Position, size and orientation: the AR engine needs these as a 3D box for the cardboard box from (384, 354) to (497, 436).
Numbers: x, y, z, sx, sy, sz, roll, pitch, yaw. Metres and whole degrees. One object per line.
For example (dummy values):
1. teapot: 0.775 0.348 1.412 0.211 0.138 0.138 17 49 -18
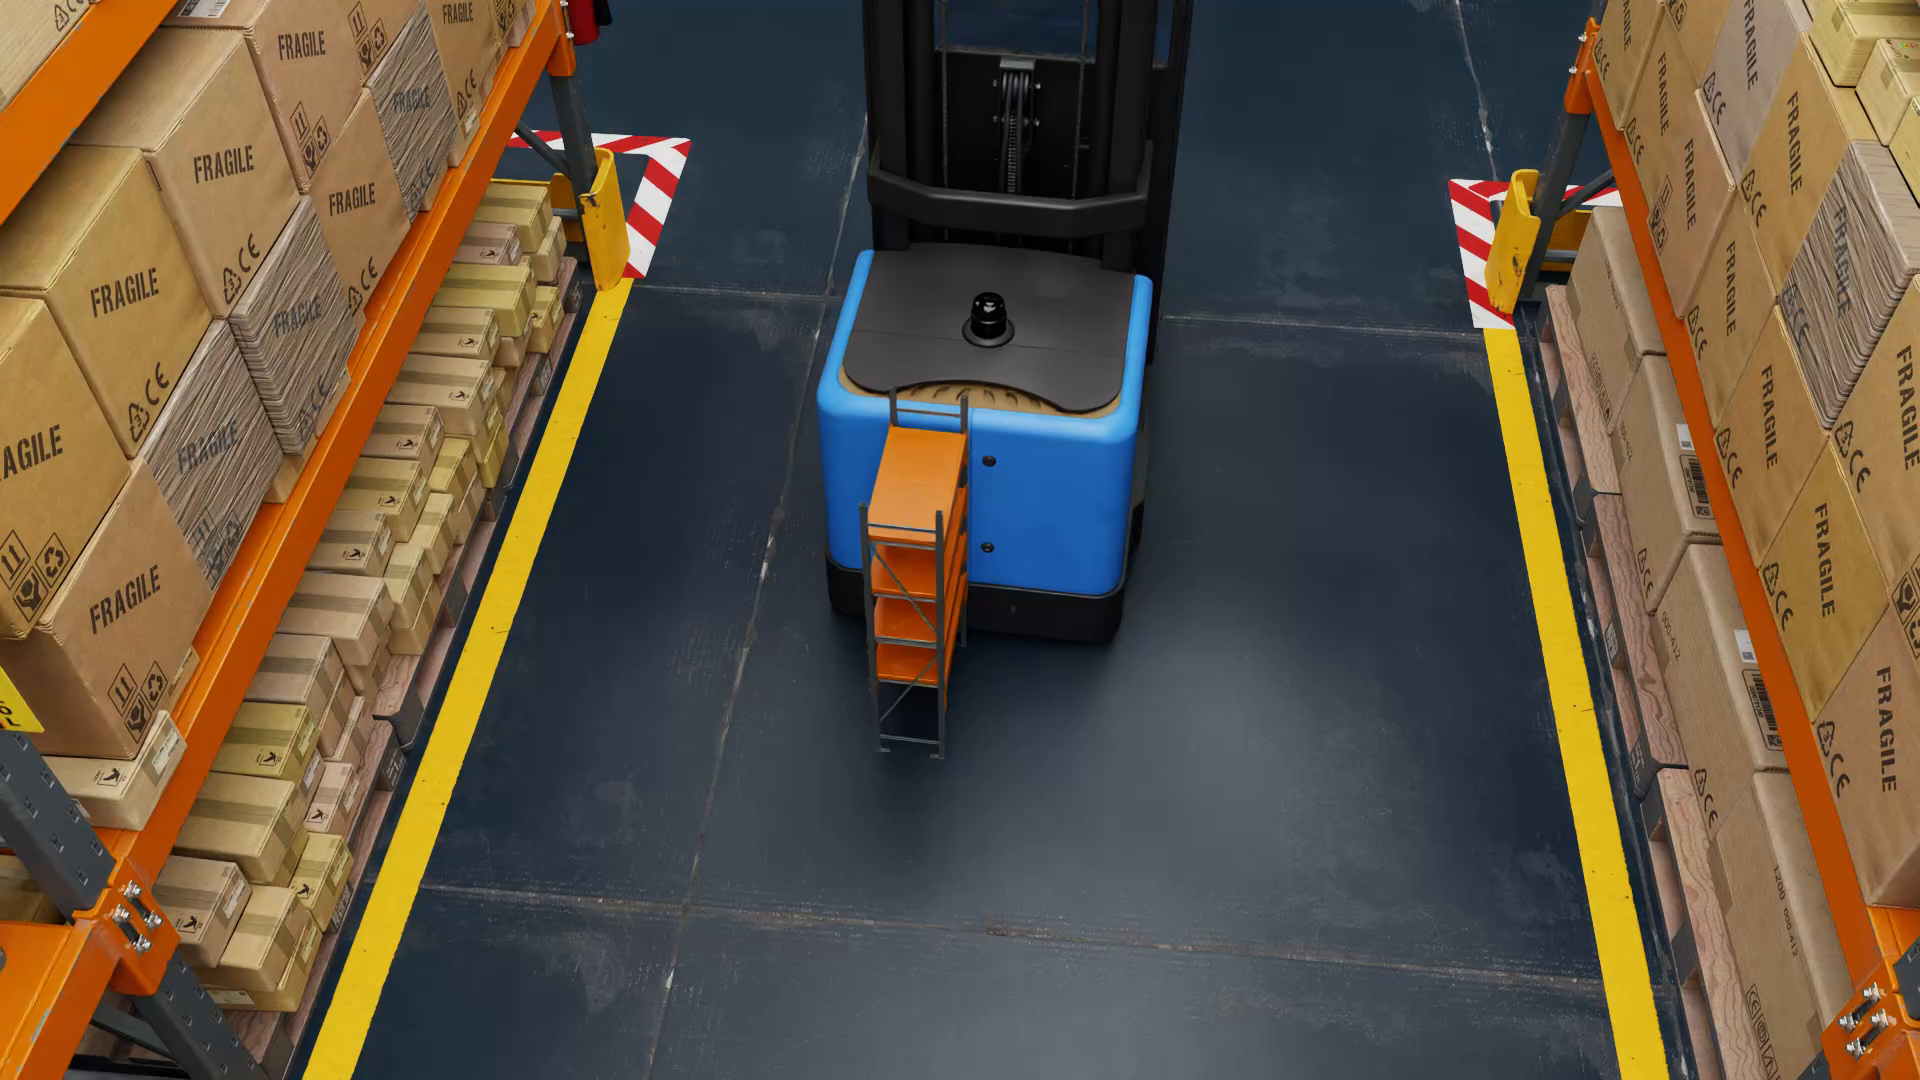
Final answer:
1. cardboard box: -1.886 -0.523 5.940 0.380 0.149 0.250 5 48 5

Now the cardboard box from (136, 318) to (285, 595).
1. cardboard box: -2.088 -0.221 4.150 0.500 0.500 0.500 4 48 4

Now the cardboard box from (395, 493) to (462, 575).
1. cardboard box: -1.941 -0.033 5.694 0.380 0.149 0.250 4 48 4

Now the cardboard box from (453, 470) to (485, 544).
1. cardboard box: -1.946 -0.136 5.989 0.380 0.149 0.250 5 48 4

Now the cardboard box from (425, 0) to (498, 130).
1. cardboard box: -1.894 -1.724 5.524 0.500 0.500 0.500 3 48 3

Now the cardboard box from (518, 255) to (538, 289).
1. cardboard box: -1.899 -1.000 6.577 0.380 0.149 0.250 3 48 3

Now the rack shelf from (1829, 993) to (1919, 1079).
1. rack shelf: 2.334 2.595 2.331 1.077 0.370 4.000 4 48 4

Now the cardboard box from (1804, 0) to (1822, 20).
1. cardboard box: 2.440 -1.452 4.360 0.380 0.149 0.250 4 48 4

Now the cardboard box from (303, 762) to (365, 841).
1. cardboard box: -2.074 0.817 5.118 0.380 0.149 0.250 4 48 3

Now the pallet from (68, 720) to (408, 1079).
1. pallet: -2.396 1.069 5.129 1.003 0.211 1.213 4 48 4

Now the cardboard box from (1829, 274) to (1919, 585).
1. cardboard box: 2.339 -0.226 3.679 0.500 0.500 0.500 3 48 3

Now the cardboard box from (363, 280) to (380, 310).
1. cardboard box: -2.019 -0.835 5.151 0.380 0.149 0.250 5 48 4

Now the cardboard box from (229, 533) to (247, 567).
1. cardboard box: -2.118 -0.071 4.452 0.380 0.149 0.250 2 48 2

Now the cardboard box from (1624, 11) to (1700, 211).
1. cardboard box: 2.533 -1.383 5.415 0.500 0.500 0.500 3 48 3

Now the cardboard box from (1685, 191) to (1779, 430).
1. cardboard box: 2.440 -0.642 4.736 0.500 0.500 0.500 5 48 5

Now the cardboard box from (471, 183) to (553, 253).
1. cardboard box: -1.854 -1.290 6.641 0.380 0.149 0.250 4 48 4

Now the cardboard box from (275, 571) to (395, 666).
1. cardboard box: -2.021 0.242 5.240 0.380 0.149 0.250 5 48 4

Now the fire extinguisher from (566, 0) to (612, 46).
1. fire extinguisher: -1.575 -2.317 6.642 0.296 0.674 0.183 4 48 4

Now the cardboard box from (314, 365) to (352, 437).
1. cardboard box: -1.999 -0.448 4.797 0.380 0.149 0.250 6 48 5

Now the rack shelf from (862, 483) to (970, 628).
1. rack shelf: -0.132 0.031 5.197 0.258 0.148 0.480 6 48 6

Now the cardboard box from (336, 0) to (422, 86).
1. cardboard box: -1.936 -1.679 4.806 0.500 0.500 0.500 6 48 5

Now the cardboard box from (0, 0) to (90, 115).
1. cardboard box: -2.081 -1.029 3.227 0.500 0.250 0.500 3 48 3

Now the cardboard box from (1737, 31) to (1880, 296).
1. cardboard box: 2.430 -0.969 4.358 0.500 0.500 0.500 4 48 4

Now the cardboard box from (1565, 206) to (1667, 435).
1. cardboard box: 2.920 -0.842 6.439 0.875 0.438 0.875 2 48 2

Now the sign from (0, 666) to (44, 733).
1. sign: -1.869 0.268 3.187 0.100 0.325 0.005 4 48 4

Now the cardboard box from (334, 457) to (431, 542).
1. cardboard box: -2.017 -0.142 5.591 0.380 0.149 0.250 4 48 4

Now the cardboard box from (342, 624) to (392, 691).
1. cardboard box: -2.075 0.327 5.364 0.380 0.149 0.250 6 48 5

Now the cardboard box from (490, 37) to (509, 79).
1. cardboard box: -1.866 -1.792 6.026 0.380 0.149 0.250 4 48 3

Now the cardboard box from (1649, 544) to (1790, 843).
1. cardboard box: 2.762 0.494 5.217 0.875 0.438 0.875 3 48 2

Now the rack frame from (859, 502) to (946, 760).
1. rack frame: -0.168 0.315 5.149 0.240 1.200 0.015 6 48 6

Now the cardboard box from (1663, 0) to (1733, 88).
1. cardboard box: 2.513 -1.714 5.040 0.500 0.500 0.500 3 48 2

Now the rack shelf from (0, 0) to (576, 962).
1. rack shelf: -2.240 -0.603 5.256 1.077 0.370 4.000 4 48 4

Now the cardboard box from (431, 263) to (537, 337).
1. cardboard box: -1.831 -0.910 6.294 0.380 0.149 0.250 3 48 3

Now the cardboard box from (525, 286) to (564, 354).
1. cardboard box: -1.821 -0.898 6.686 0.380 0.149 0.250 5 48 5

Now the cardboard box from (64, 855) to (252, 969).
1. cardboard box: -2.185 1.004 4.543 0.380 0.149 0.250 6 48 5

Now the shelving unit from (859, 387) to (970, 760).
1. shelving unit: -0.132 0.137 5.312 0.258 1.200 0.503 6 48 6

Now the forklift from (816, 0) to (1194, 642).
1. forklift: 0.256 -1.733 5.849 1.130 2.935 3.031 6 48 6

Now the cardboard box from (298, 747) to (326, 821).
1. cardboard box: -2.150 0.726 4.999 0.380 0.149 0.250 4 48 3

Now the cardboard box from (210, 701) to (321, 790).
1. cardboard box: -2.126 0.617 4.897 0.380 0.149 0.250 3 48 3

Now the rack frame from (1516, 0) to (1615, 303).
1. rack frame: 2.881 -2.057 6.098 1.000 3.000 0.127 4 48 4

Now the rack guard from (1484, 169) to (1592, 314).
1. rack guard: 2.883 -1.231 7.037 1.175 0.500 0.348 4 48 4

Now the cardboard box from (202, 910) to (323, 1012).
1. cardboard box: -2.069 1.199 4.768 0.380 0.149 0.250 2 48 2

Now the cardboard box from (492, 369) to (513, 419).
1. cardboard box: -1.940 -0.528 6.347 0.380 0.149 0.250 4 48 4

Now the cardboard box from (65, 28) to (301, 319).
1. cardboard box: -2.030 -0.913 4.105 0.500 0.500 0.500 5 48 4

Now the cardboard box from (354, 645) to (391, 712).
1. cardboard box: -2.111 0.427 5.474 0.380 0.149 0.250 2 48 2

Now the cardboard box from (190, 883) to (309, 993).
1. cardboard box: -2.070 1.099 4.658 0.380 0.149 0.250 6 48 5

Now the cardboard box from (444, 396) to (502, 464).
1. cardboard box: -1.901 -0.425 6.052 0.380 0.149 0.250 5 48 4

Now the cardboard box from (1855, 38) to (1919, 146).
1. cardboard box: 2.414 -1.072 4.013 0.380 0.149 0.250 4 48 4

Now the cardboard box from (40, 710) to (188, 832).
1. cardboard box: -2.071 0.523 3.909 0.380 0.149 0.250 5 48 5

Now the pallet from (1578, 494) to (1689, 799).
1. pallet: 2.772 0.371 5.767 1.003 0.211 1.213 4 48 4

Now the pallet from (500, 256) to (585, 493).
1. pallet: -2.174 -0.724 6.769 1.003 0.211 1.213 4 48 4

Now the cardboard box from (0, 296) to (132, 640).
1. cardboard box: -2.138 -0.163 3.419 0.500 0.500 0.500 5 48 4

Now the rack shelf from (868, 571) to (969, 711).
1. rack shelf: -0.132 0.316 5.508 0.258 0.148 0.480 6 48 6

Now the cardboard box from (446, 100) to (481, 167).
1. cardboard box: -1.874 -1.417 5.684 0.380 0.149 0.250 5 48 5

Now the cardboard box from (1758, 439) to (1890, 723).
1. cardboard box: 2.346 0.113 4.047 0.500 0.500 0.500 3 48 3

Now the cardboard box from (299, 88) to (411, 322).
1. cardboard box: -1.987 -0.985 4.849 0.500 0.500 0.500 6 48 5
